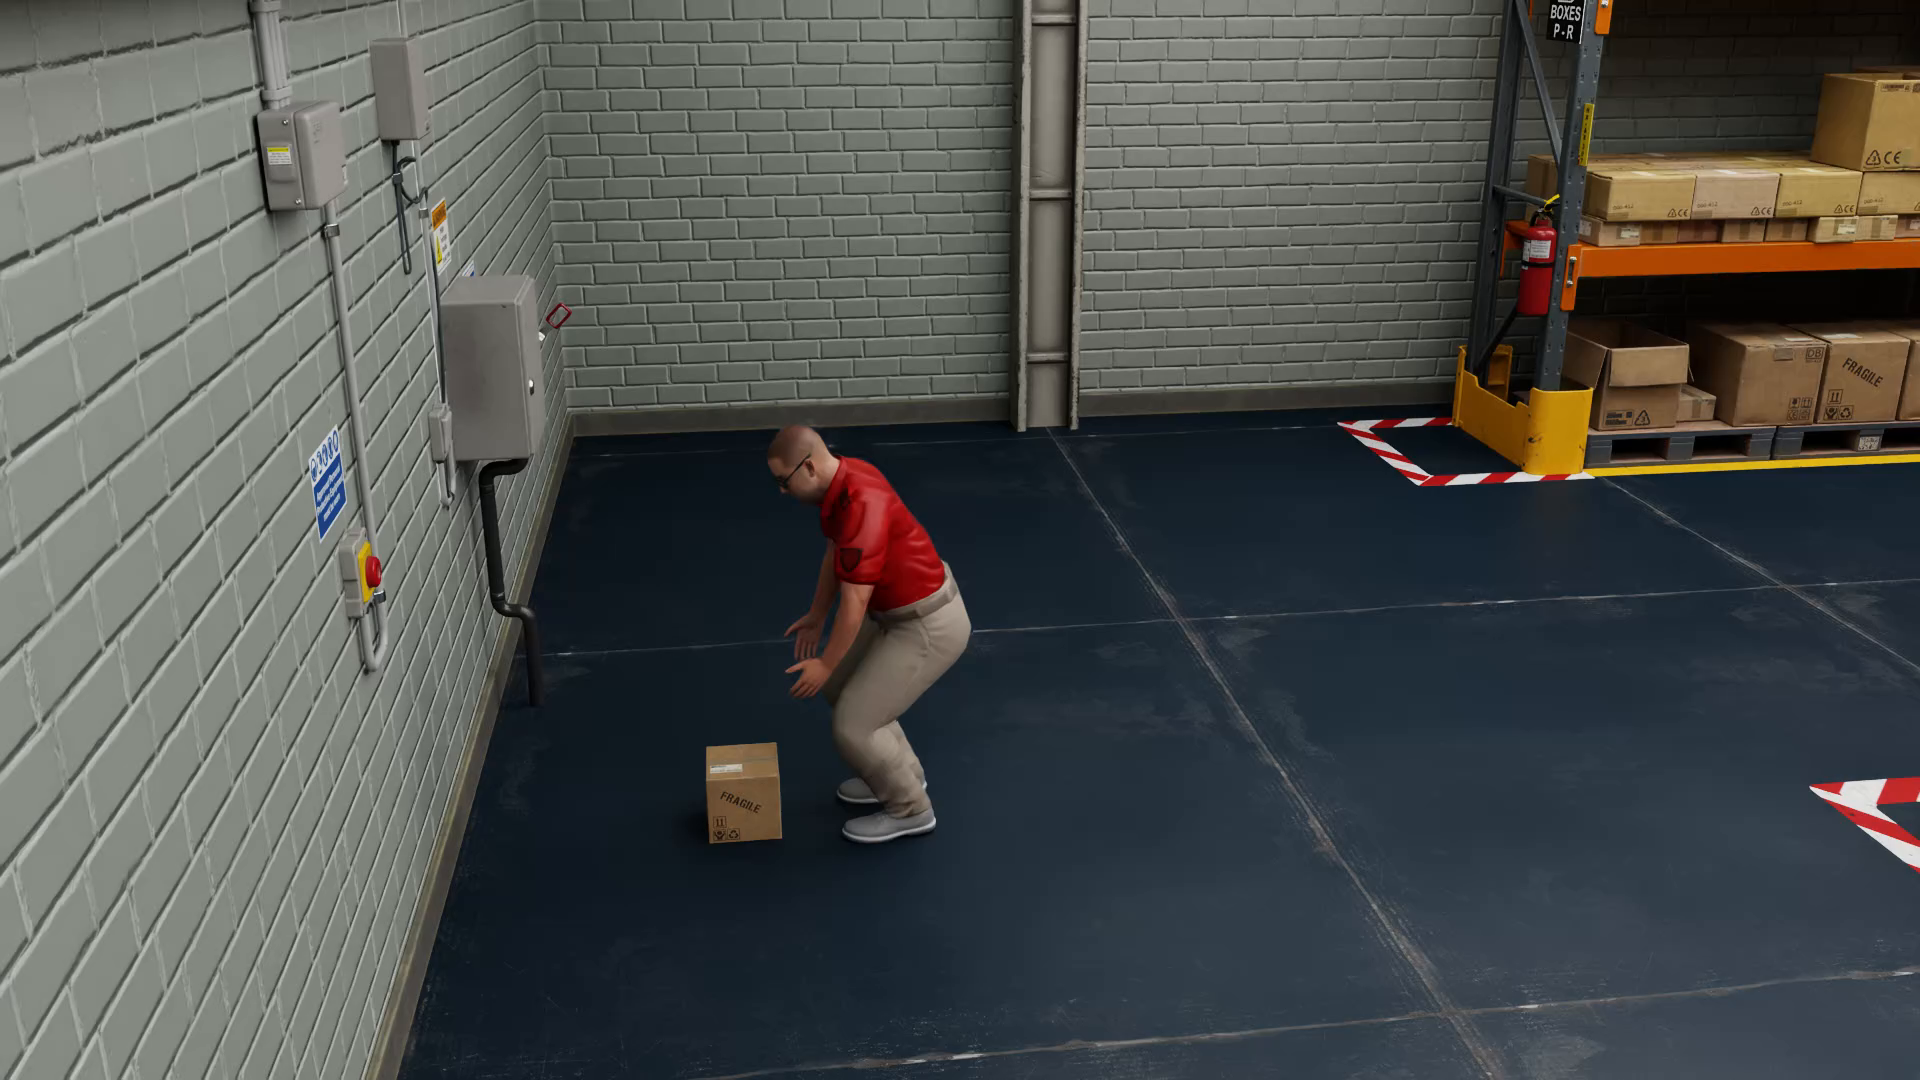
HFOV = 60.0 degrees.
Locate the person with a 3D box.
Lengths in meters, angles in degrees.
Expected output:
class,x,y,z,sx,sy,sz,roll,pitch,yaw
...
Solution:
class,x,y,z,sx,sy,sz,roll,pitch,yaw
person,-0.296,0.307,5.647,0.666,1.466,0.588,-3,20,-7
